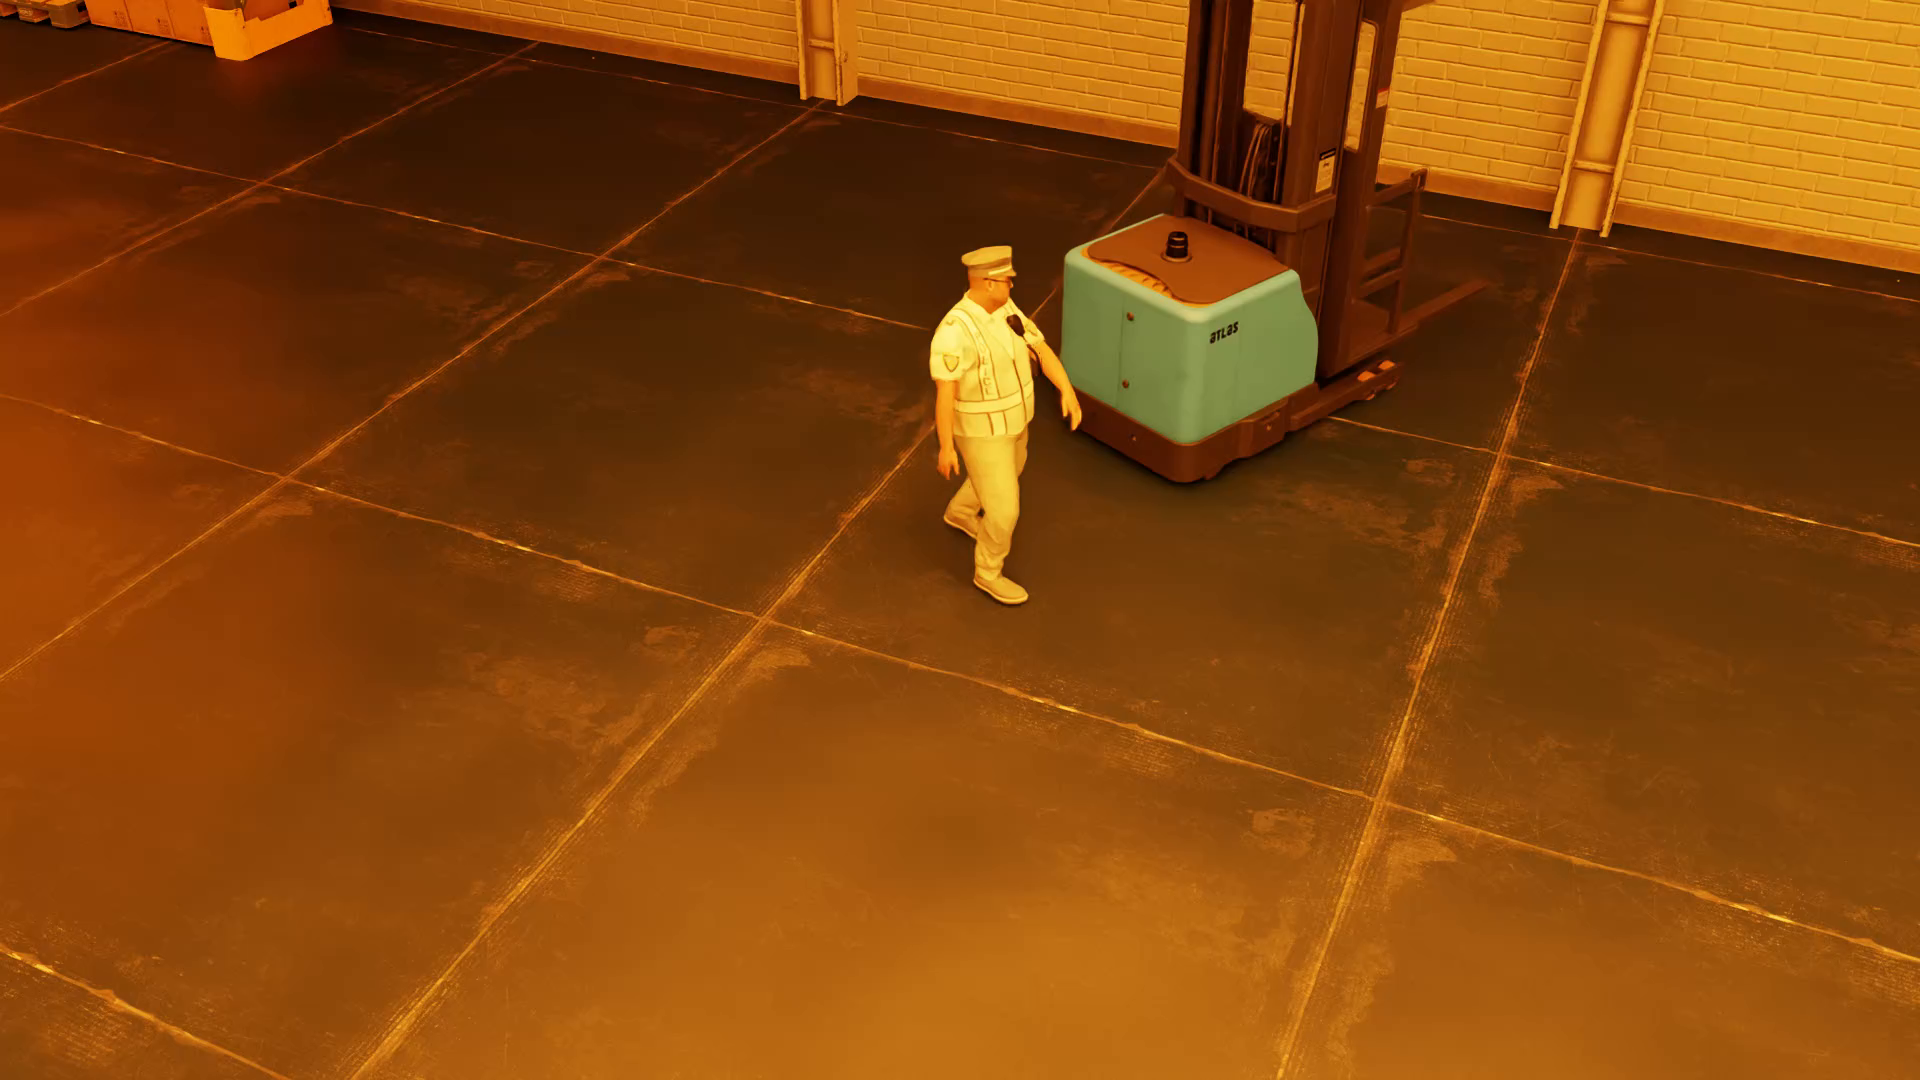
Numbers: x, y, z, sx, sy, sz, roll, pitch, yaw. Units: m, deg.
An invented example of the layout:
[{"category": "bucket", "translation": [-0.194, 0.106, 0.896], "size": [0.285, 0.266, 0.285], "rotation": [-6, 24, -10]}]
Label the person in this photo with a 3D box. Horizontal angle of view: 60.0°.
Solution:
[{"category": "person", "translation": [0.167, -0.544, 7.945], "size": [0.811, 1.662, 0.722], "rotation": [18, 39, 23]}]

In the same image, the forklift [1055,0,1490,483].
[{"category": "forklift", "translation": [1.992, -2.220, 9.200], "size": [3.031, 2.935, 1.130], "rotation": [-27, 43, -32]}]
